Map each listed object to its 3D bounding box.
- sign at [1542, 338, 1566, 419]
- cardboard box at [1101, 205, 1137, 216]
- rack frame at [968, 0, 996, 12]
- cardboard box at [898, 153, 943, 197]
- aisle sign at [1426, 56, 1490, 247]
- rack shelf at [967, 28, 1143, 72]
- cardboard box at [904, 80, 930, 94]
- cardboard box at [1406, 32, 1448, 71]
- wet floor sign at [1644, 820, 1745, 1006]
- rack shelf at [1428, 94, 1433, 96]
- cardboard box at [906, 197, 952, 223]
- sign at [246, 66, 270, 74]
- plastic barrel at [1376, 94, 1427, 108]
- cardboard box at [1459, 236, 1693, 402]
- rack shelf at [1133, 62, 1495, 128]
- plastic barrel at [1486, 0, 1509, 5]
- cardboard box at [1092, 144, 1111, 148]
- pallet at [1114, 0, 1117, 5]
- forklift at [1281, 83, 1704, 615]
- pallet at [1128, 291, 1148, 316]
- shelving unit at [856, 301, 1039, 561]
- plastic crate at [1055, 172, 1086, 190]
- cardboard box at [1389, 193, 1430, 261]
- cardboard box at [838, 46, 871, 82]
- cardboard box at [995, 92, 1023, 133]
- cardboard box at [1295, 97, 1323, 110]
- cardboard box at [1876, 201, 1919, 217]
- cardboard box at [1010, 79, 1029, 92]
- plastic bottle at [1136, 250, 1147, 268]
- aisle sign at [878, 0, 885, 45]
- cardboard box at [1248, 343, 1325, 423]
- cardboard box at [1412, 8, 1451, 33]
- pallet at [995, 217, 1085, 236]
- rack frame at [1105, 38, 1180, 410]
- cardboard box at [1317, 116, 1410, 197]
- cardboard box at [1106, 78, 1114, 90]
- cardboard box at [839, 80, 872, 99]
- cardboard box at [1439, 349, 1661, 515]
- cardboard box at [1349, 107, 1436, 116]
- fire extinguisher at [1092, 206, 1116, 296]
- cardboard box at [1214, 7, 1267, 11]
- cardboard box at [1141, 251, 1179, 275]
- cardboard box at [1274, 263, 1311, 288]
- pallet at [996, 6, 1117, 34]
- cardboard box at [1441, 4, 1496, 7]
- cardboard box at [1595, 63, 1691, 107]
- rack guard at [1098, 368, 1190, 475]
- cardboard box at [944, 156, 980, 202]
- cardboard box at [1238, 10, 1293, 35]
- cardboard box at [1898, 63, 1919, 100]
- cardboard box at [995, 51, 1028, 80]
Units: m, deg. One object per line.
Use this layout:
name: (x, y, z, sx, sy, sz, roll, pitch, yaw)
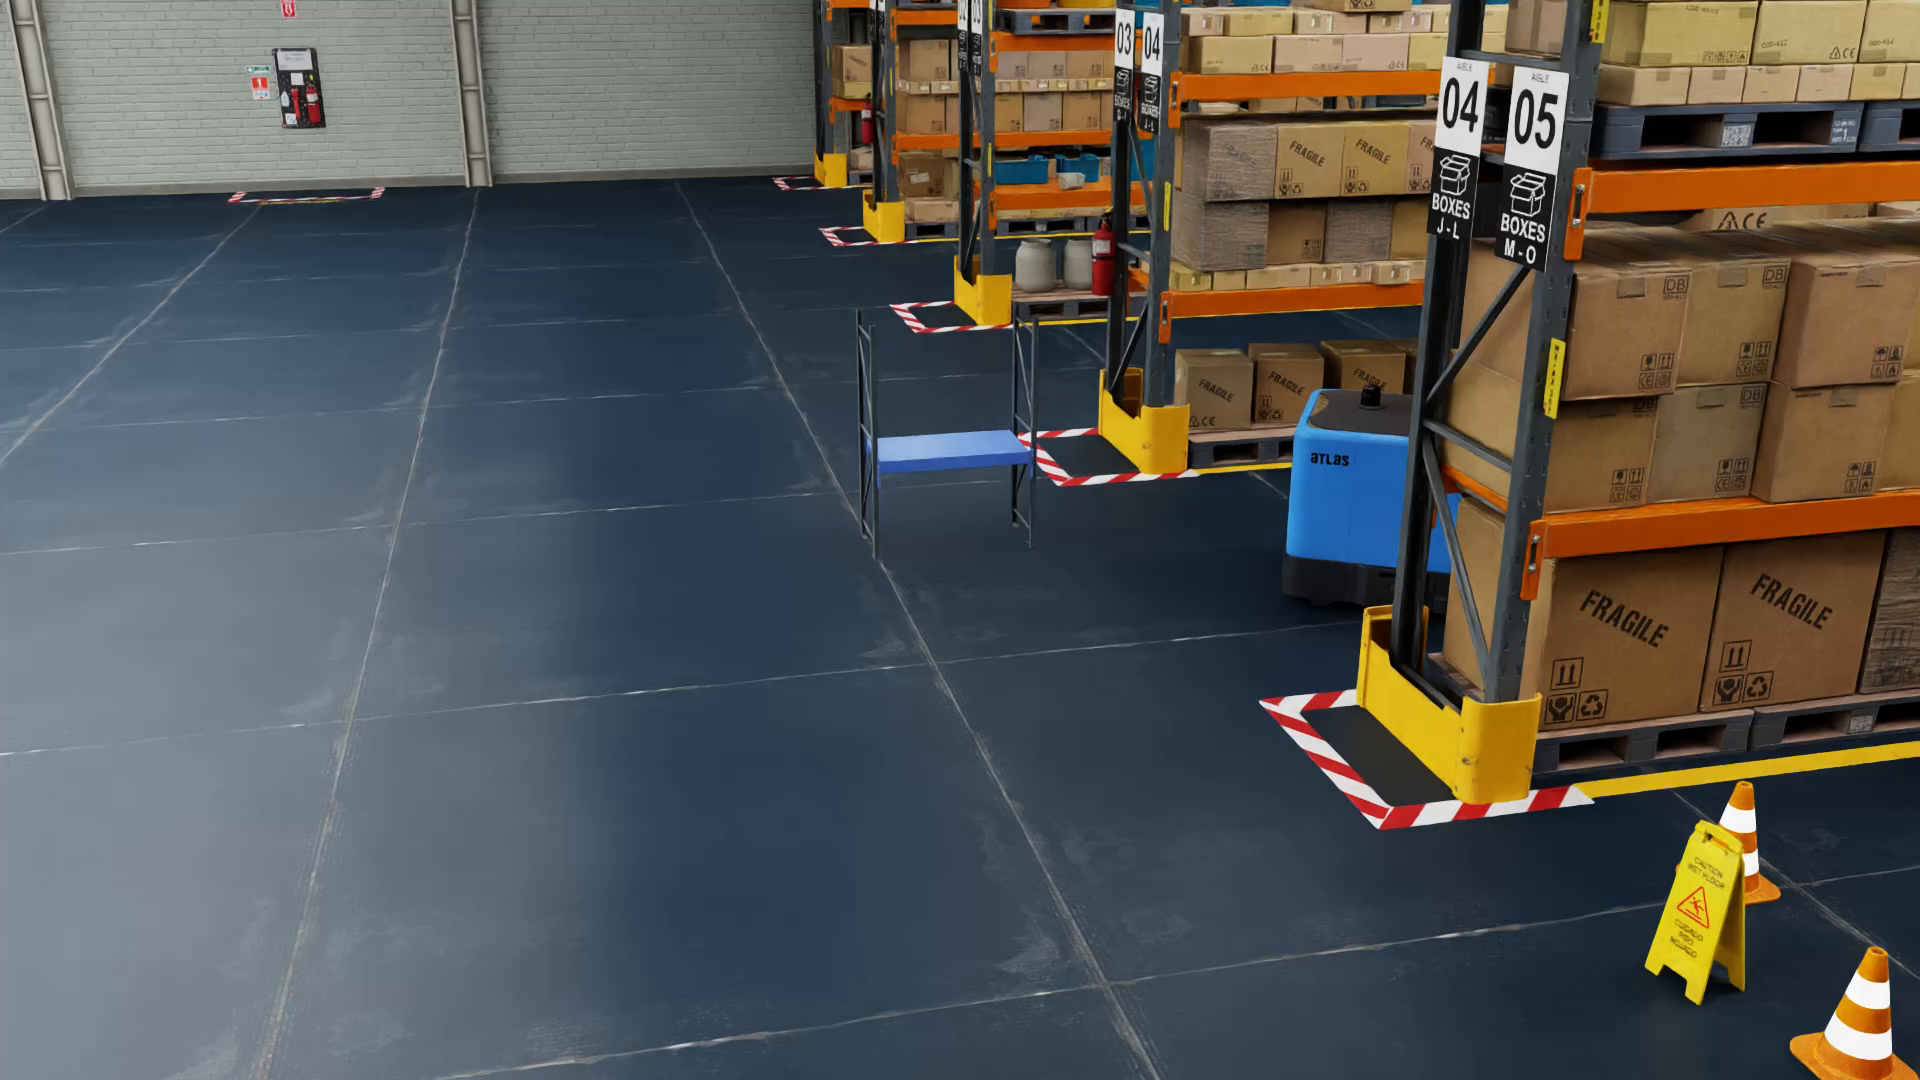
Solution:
sign: (2.469, -0.671, 6.913, 0.005, 0.325, 0.100, -5, 21, -12)
cardboard box: (2.031, -4.475, 22.057, 0.500, 0.250, 0.500, -5, 21, -12)
rack frame: (0.164, -6.557, 15.632, 0.127, 3.000, 1.000, -5, 21, -12)
cardboard box: (-0.518, -4.799, 21.851, 0.500, 0.500, 0.500, -5, 21, -12)
aisle sign: (2.209, -1.729, 7.395, 0.004, 0.787, 0.394, -5, 21, -12)
rack shelf: (2.111, -4.969, 16.704, 4.000, 0.370, 1.077, -5, 21, -12)
cardboard box: (-0.540, -5.709, 20.950, 0.250, 0.149, 0.380, -5, 21, -13)
cardboard box: (3.321, -3.496, 11.853, 0.500, 0.250, 0.500, -4, 21, -11)
wet floor sign: (2.775, 1.357, 6.173, 0.232, 0.644, 0.267, -8, 22, -22)
rack shelf: (7.616, -7.510, 28.001, 4.000, 0.370, 1.077, -5, 21, -12)
cardboard box: (-0.399, -4.273, 21.504, 0.500, 0.250, 0.500, -5, 21, -12)
sign: (-10.441, -6.997, 24.733, 0.331, 0.109, 0.001, -5, 21, -12)
plastic barrel: (4.503, -4.221, 17.249, 0.708, 0.901, 0.600, -5, 21, -12)
cardboard box: (2.717, -1.008, 7.417, 0.550, 0.550, 0.875, -5, 21, -12)
rack shelf: (3.251, -3.311, 12.178, 4.000, 0.370, 1.077, -5, 21, -12)
plastic barrel: (5.775, -5.917, 17.517, 0.708, 0.901, 0.600, -5, 21, -12)
cardboard box: (2.490, -6.470, 27.110, 0.500, 0.500, 0.700, -4, 20, -11)
pallet: (2.097, -7.006, 21.347, 1.213, 0.211, 1.003, -5, 21, -12)
forklift: (3.467, -1.006, 9.298, 3.031, 2.935, 1.130, 6, 21, 16)
pallet: (2.204, -2.610, 17.634, 1.213, 0.211, 1.003, -5, 21, -12)
shelving unit: (-0.083, -0.697, 10.538, 1.048, 1.500, 0.538, -5, 21, -12)
plastic crate: (1.109, -3.579, 16.609, 0.250, 0.136, 0.298, -5, 21, -12)
cardboard box: (3.291, -2.444, 12.547, 0.500, 0.500, 0.875, -5, 21, -12)
cardboard box: (-1.581, -7.285, 25.439, 0.500, 0.500, 0.500, -5, 21, -12)
cardboard box: (0.480, -5.559, 21.483, 0.500, 0.500, 0.700, -5, 21, -12)
cardboard box: (4.672, -5.899, 22.411, 0.500, 0.500, 0.500, -5, 21, -12)
cardboard box: (7.529, -2.627, 13.210, 0.258, 0.266, 0.396, -5, 21, -14)
cardboard box: (0.713, -5.812, 21.230, 0.250, 0.149, 0.380, -5, 21, -13)
plastic bottle: (1.960, -2.979, 17.895, 0.133, 0.283, 0.061, -4, 21, -11)
aisle sign: (-0.965, -6.511, 20.450, 0.004, 0.787, 0.394, -5, 21, -12)
cardboard box: (2.490, -1.208, 12.776, 0.500, 0.500, 0.500, 1, 20, 2)
cardboard box: (3.383, -3.704, 11.842, 0.250, 0.149, 0.380, -5, 21, -14)
pallet: (0.948, -4.259, 22.135, 1.213, 0.211, 1.003, -5, 21, -12)
rack frame: (1.304, -2.082, 12.138, 0.127, 3.000, 1.000, -5, 21, -12)
cardboard box: (2.877, -2.768, 11.978, 0.500, 0.500, 0.500, -5, 21, -12)
cardboard box: (1.955, -5.912, 21.504, 0.250, 0.149, 0.380, -5, 21, -13)
cardboard box: (-1.567, -6.928, 25.555, 0.500, 0.250, 0.500, -5, 21, -14)
cardboard box: (2.698, -0.529, 7.680, 0.550, 0.550, 0.875, -5, 21, -12)
cardboard box: (3.243, -2.982, 12.562, 0.500, 0.500, 0.500, -5, 21, -12)
fire extinguisher: (1.087, -2.191, 12.548, 0.183, 0.674, 0.296, -5, 21, -12)
cardboard box: (2.024, -3.774, 12.033, 0.250, 0.149, 0.380, -6, 21, -15)
cardboard box: (1.534, -2.056, 12.431, 0.250, 0.149, 0.380, -5, 21, -12)
cardboard box: (2.369, -1.962, 12.175, 0.250, 0.149, 0.380, -5, 21, -12)
pallet: (0.992, -5.093, 16.270, 1.213, 0.211, 1.003, -5, 21, -12)
cardboard box: (3.789, -3.918, 12.426, 0.250, 0.149, 0.380, -5, 21, -13)
cardboard box: (2.755, -1.868, 6.803, 0.250, 0.149, 0.380, -4, 21, -12)
rack guard: (1.378, -0.915, 12.584, 0.348, 0.500, 1.175, -5, 21, -12)
cardboard box: (0.088, -4.665, 21.485, 0.500, 0.500, 0.500, -5, 21, -12)
cardboard box: (2.117, -3.601, 11.562, 0.250, 0.149, 0.380, -5, 21, -13)
cardboard box: (3.983, -1.968, 7.075, 0.250, 0.149, 0.380, -5, 21, -13)
cardboard box: (0.538, -6.175, 21.280, 0.500, 0.500, 0.700, -5, 21, -12)
